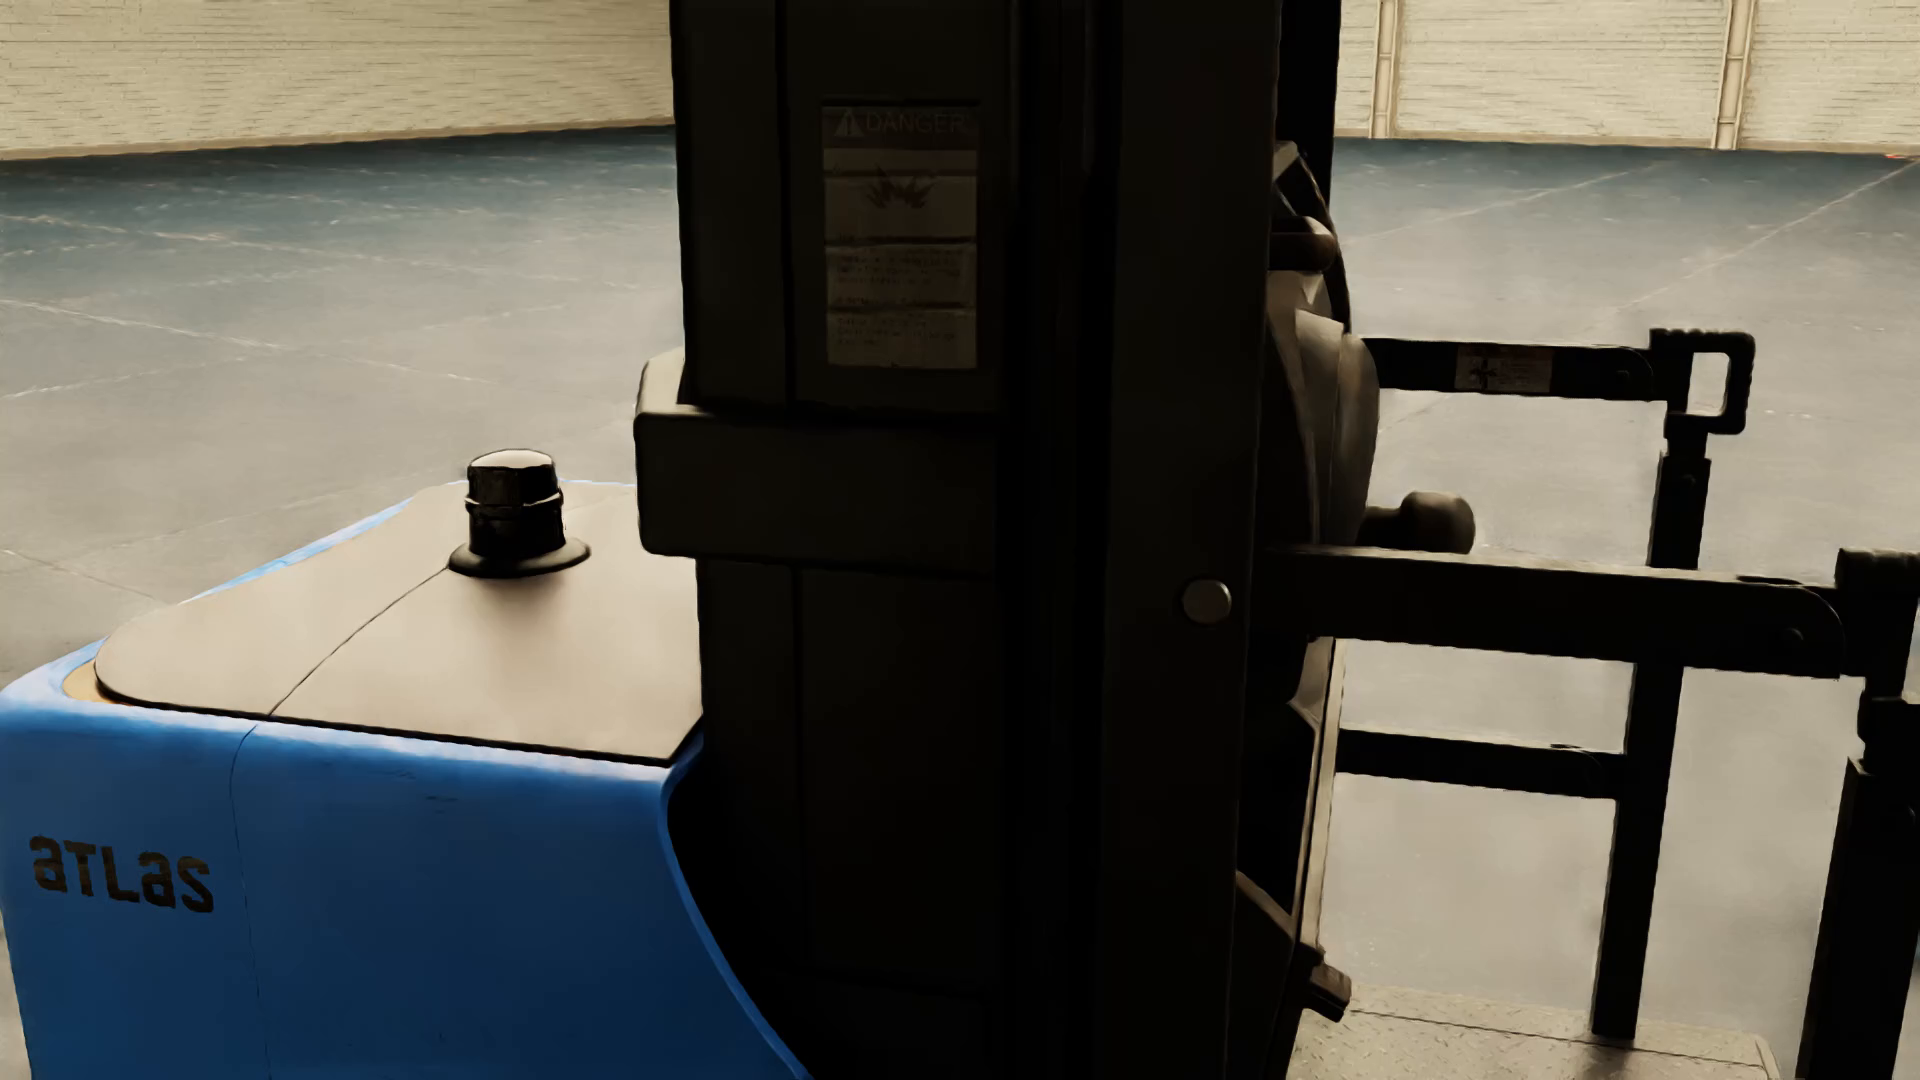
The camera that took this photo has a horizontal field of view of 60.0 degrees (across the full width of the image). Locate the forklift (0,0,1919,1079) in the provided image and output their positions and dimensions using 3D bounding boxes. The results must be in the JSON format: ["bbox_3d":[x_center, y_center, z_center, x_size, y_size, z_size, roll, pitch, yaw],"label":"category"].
[{"bbox_3d":[0.545,-0.244,1.649,3.031,2.935,1.130,4,17,14],"label":"forklift"}]
